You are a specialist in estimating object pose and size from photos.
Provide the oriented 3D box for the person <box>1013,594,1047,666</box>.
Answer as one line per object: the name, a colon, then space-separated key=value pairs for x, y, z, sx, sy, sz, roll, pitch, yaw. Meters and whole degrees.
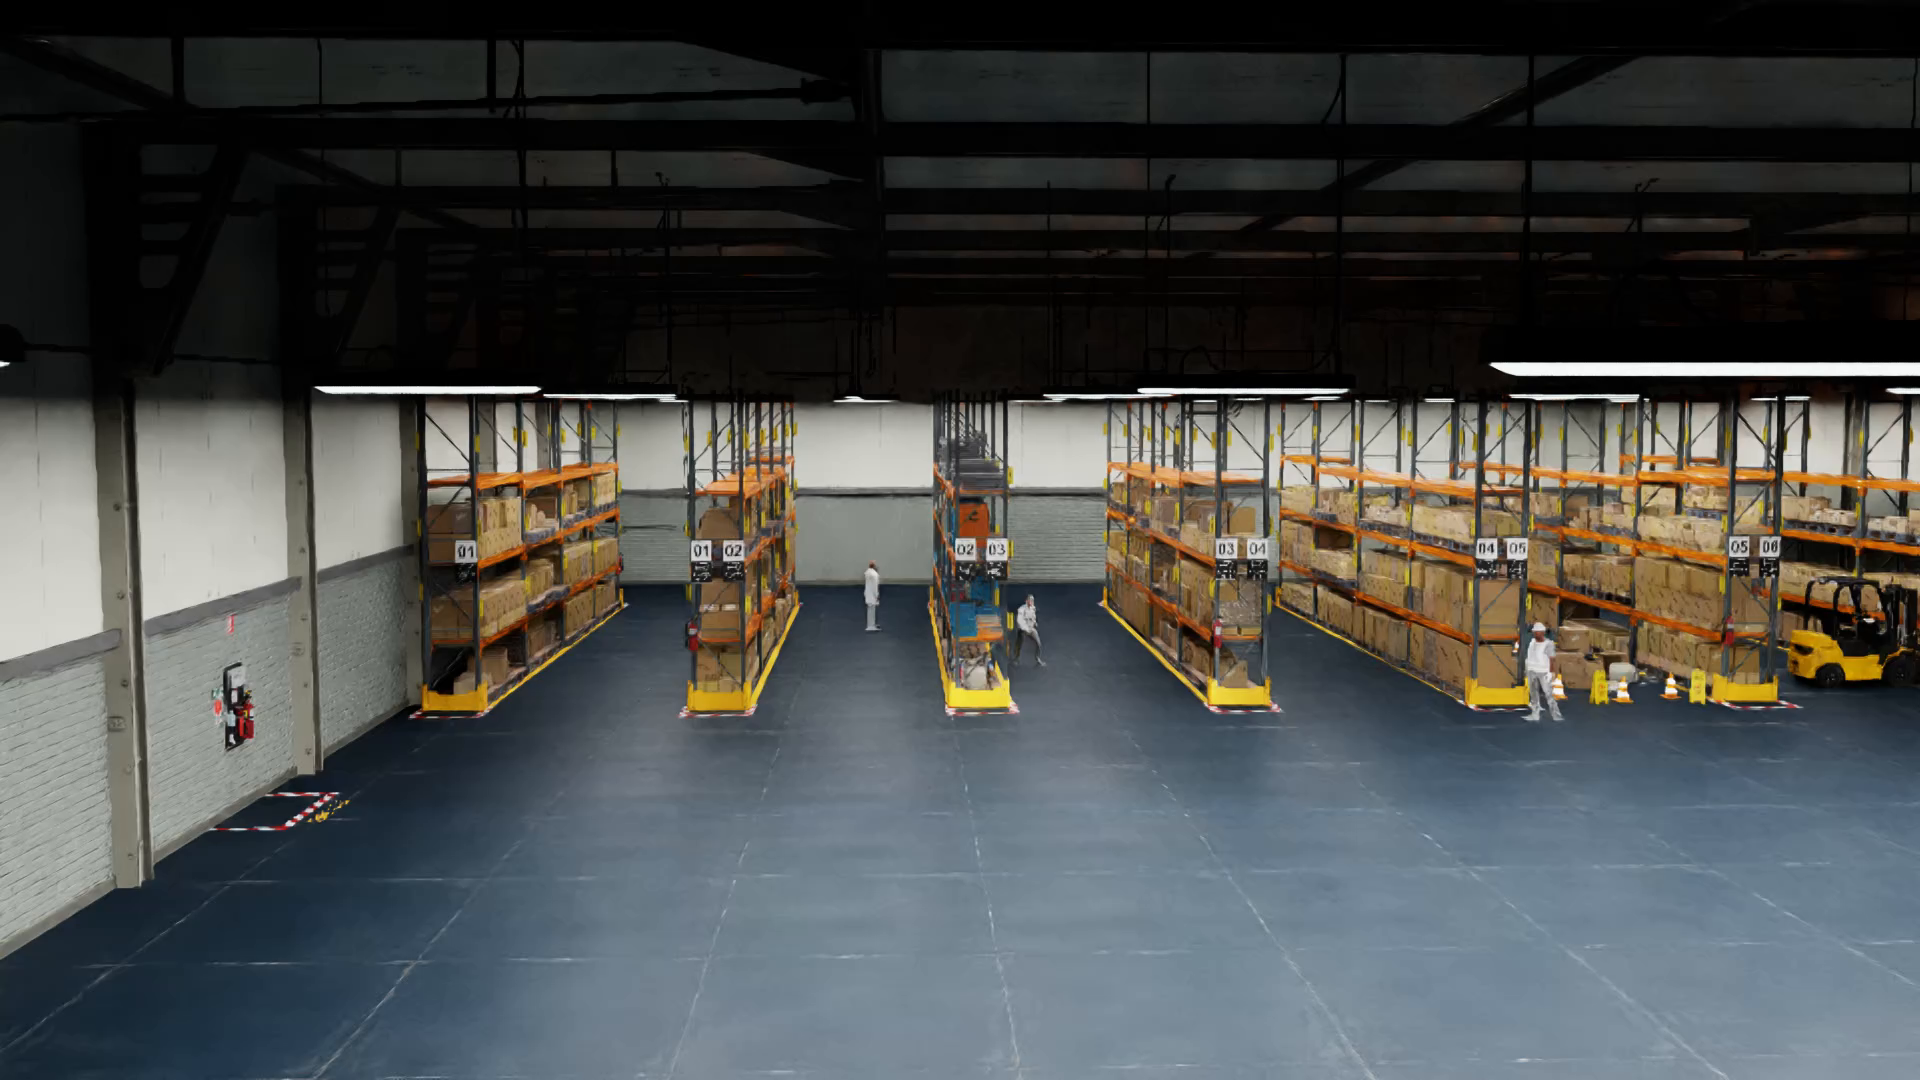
person: x=1.465 y=1.953 z=36.290 sx=0.629 sy=1.618 sz=0.758 roll=-2 pitch=5 yaw=-26

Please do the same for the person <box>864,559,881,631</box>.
person: x=-2.181 y=1.381 z=42.114 sx=0.522 sy=1.788 sz=0.654 roll=-3 pitch=5 yaw=-29

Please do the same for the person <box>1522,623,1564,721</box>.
person: x=10.575 y=2.388 z=30.094 sx=0.494 sy=1.784 sz=0.747 roll=-3 pitch=6 yaw=-32
